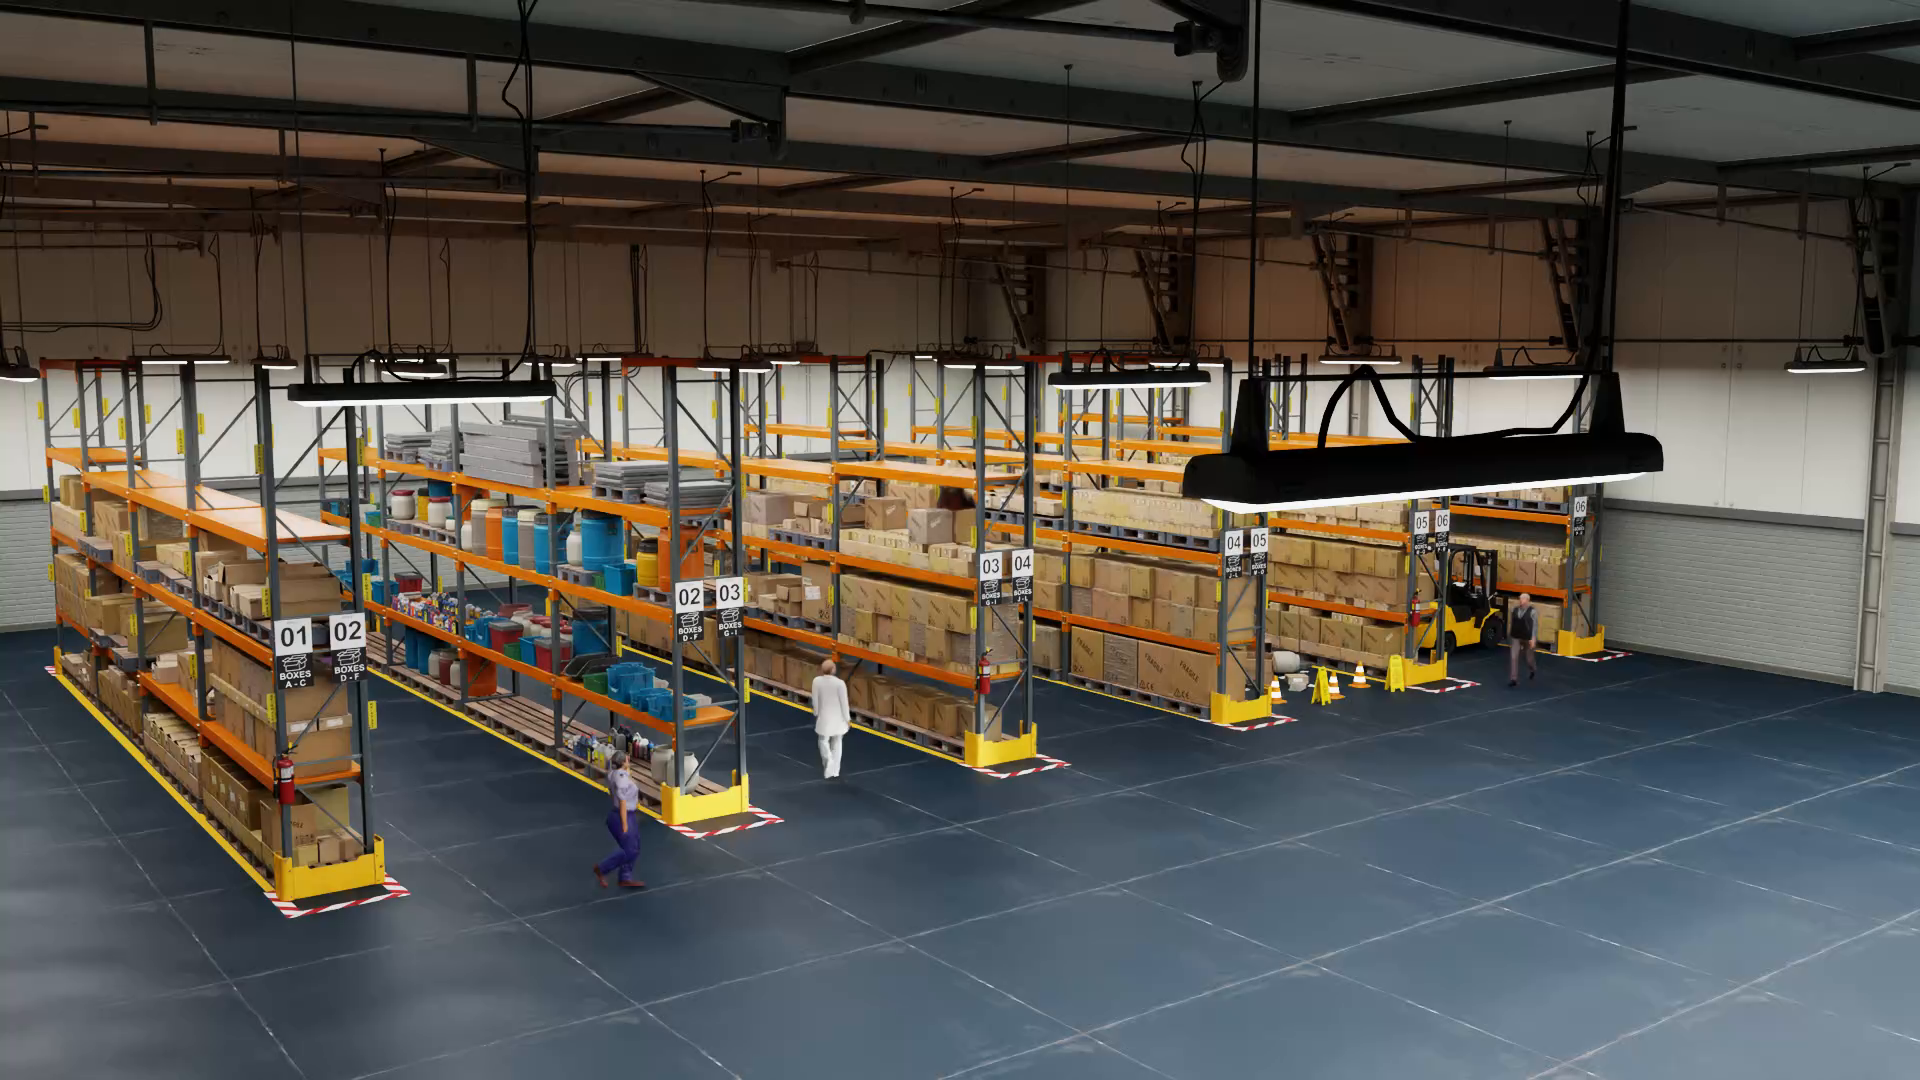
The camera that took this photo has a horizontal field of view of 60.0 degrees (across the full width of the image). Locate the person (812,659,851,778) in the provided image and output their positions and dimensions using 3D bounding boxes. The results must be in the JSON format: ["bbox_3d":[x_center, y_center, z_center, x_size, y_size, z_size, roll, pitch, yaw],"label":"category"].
[{"bbox_3d":[-1.852,2.578,23.979,0.550,1.750,0.790,-1,7,-6],"label":"person"}]

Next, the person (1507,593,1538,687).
[{"bbox_3d":[10.362,1.820,30.602,0.525,1.697,0.945,4,8,29],"label":"person"}]

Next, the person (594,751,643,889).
[{"bbox_3d":[-3.947,3.225,19.175,0.530,1.624,0.524,0,7,0],"label":"person"}]

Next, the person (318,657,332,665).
[{"bbox_3d":[-10.797,2.189,28.143,0.392,1.536,0.865,-4,8,-30],"label":"person"}]
